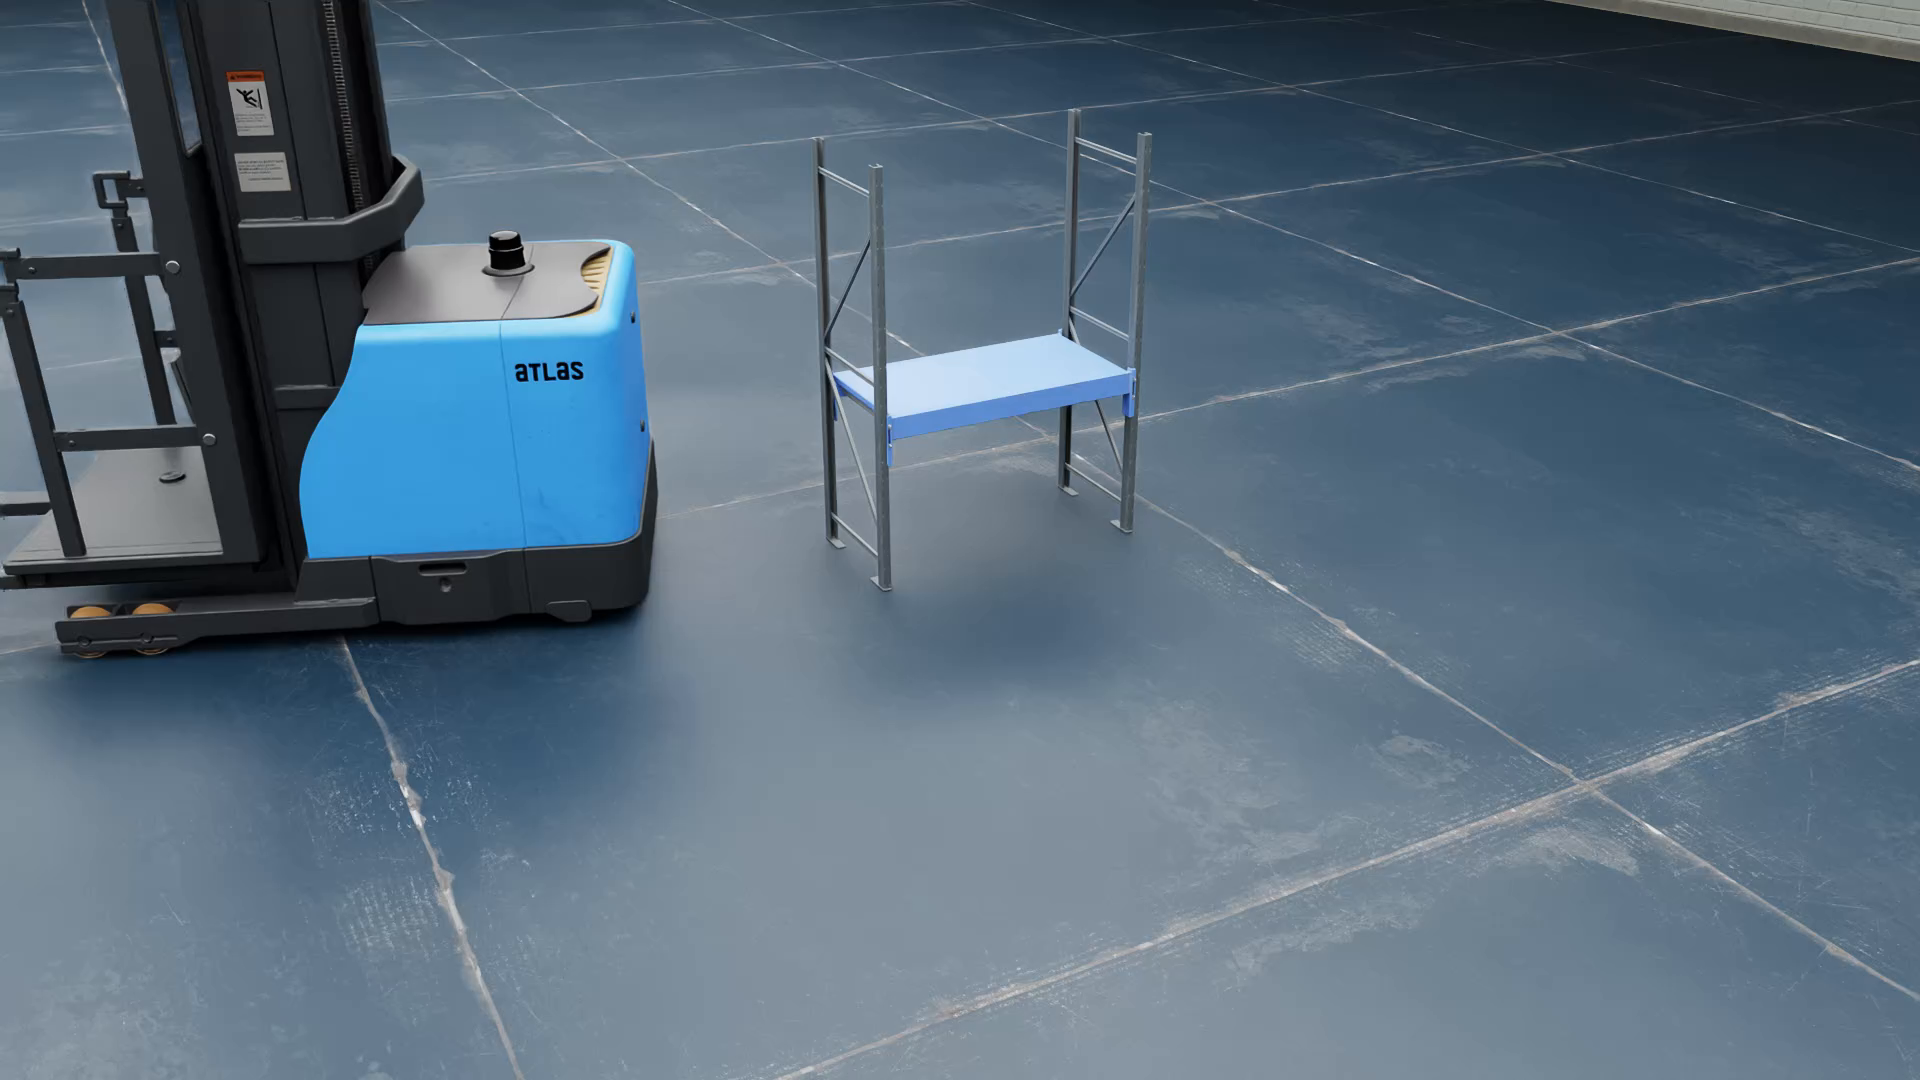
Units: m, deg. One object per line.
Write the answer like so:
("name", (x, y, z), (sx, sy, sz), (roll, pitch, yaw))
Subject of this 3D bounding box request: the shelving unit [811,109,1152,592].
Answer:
("shelving unit", (0.075, -0.693, 5.962), (1.048, 1.500, 0.538), (-13, 29, -25))

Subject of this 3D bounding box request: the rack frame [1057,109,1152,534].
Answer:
("rack frame", (0.524, -0.797, 6.177), (0.032, 1.500, 0.500), (-13, 29, -25))

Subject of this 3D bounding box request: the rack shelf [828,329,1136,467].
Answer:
("rack shelf", (0.075, -0.531, 6.039), (1.000, 0.185, 0.538), (-13, 29, -25))

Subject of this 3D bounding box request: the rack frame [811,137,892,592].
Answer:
("rack frame", (-0.373, -0.590, 5.746), (0.032, 1.500, 0.500), (-13, 29, -25))

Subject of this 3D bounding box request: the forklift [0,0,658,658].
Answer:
("forklift", (-2.626, -1.176, 5.313), (3.031, 2.935, 1.130), (-3, 26, -6))
